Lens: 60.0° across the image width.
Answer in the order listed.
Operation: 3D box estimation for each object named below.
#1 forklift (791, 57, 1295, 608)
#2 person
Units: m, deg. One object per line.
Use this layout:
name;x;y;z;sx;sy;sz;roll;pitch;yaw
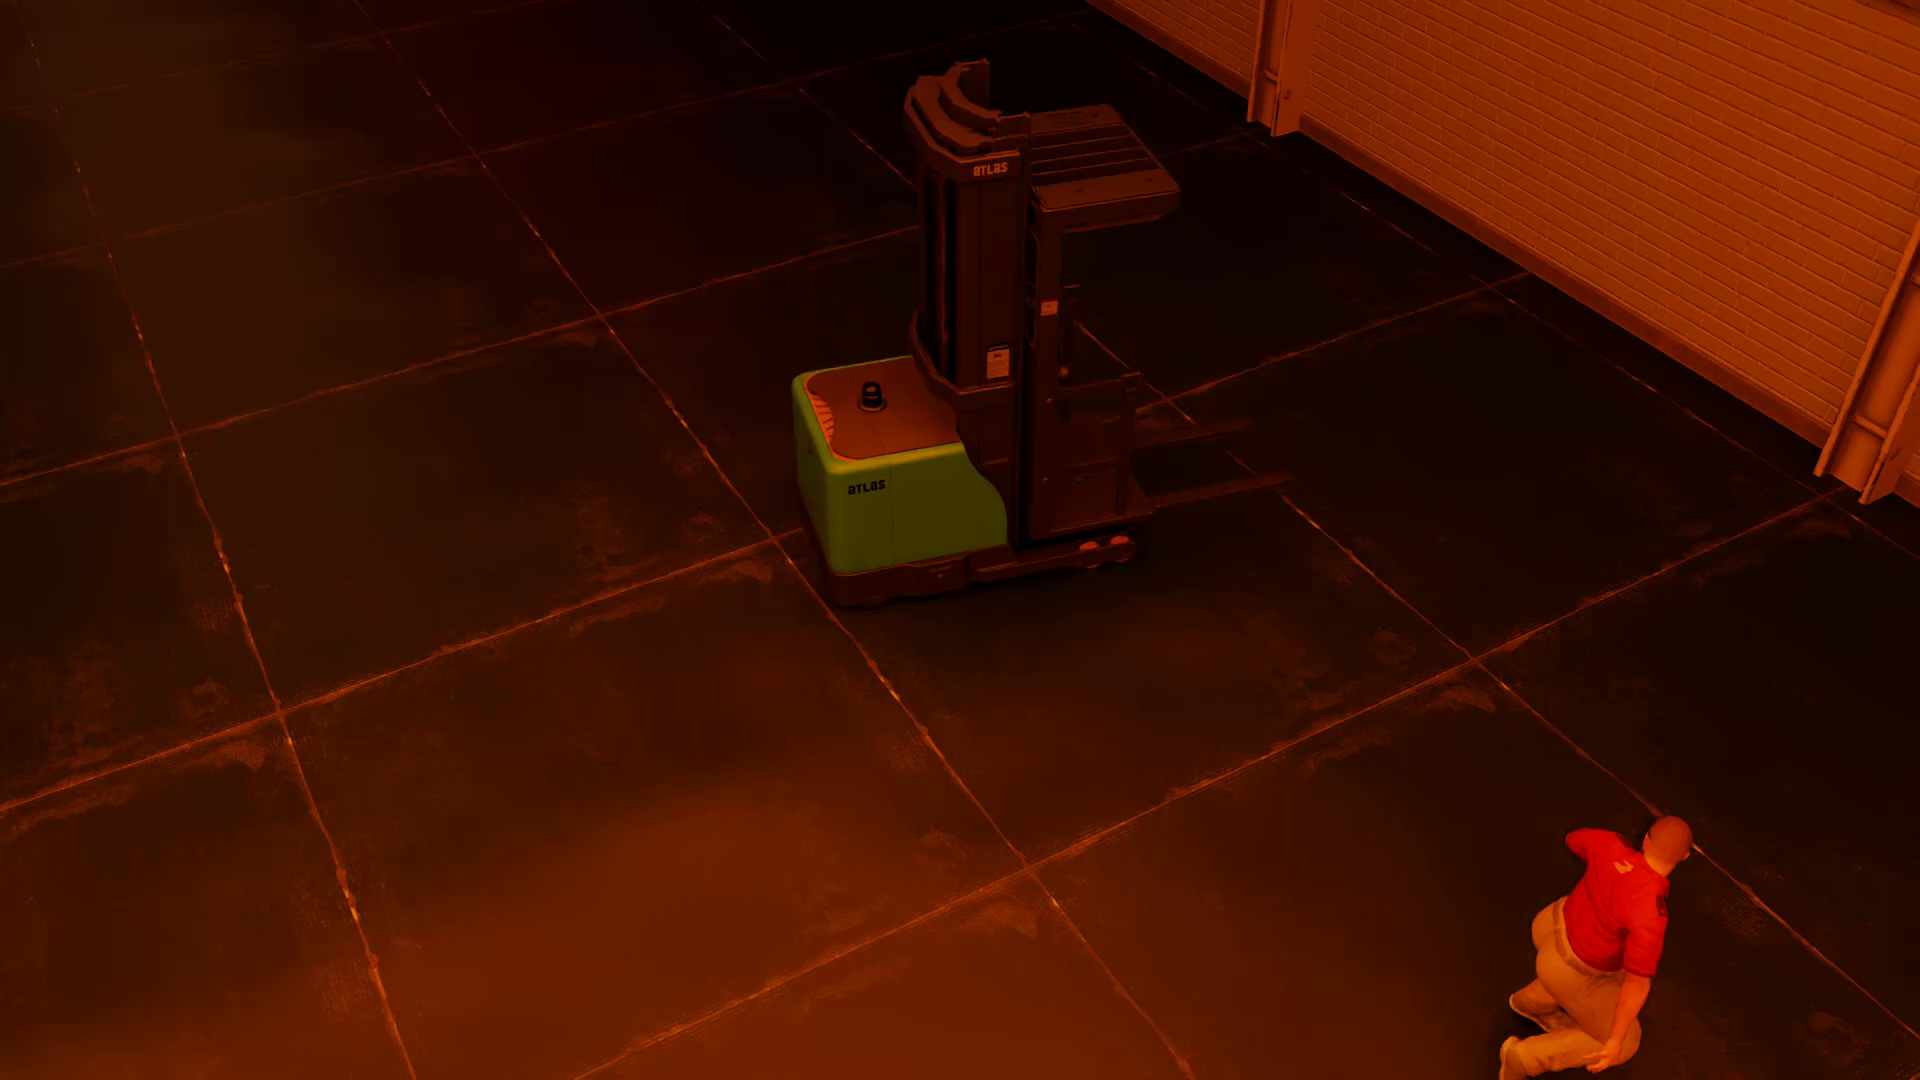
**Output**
forklift;0.561;-1.266;9.563;3.031;2.935;1.130;-11;41;-13
person;2.652;1.786;7.023;0.539;1.586;0.964;4;40;5
